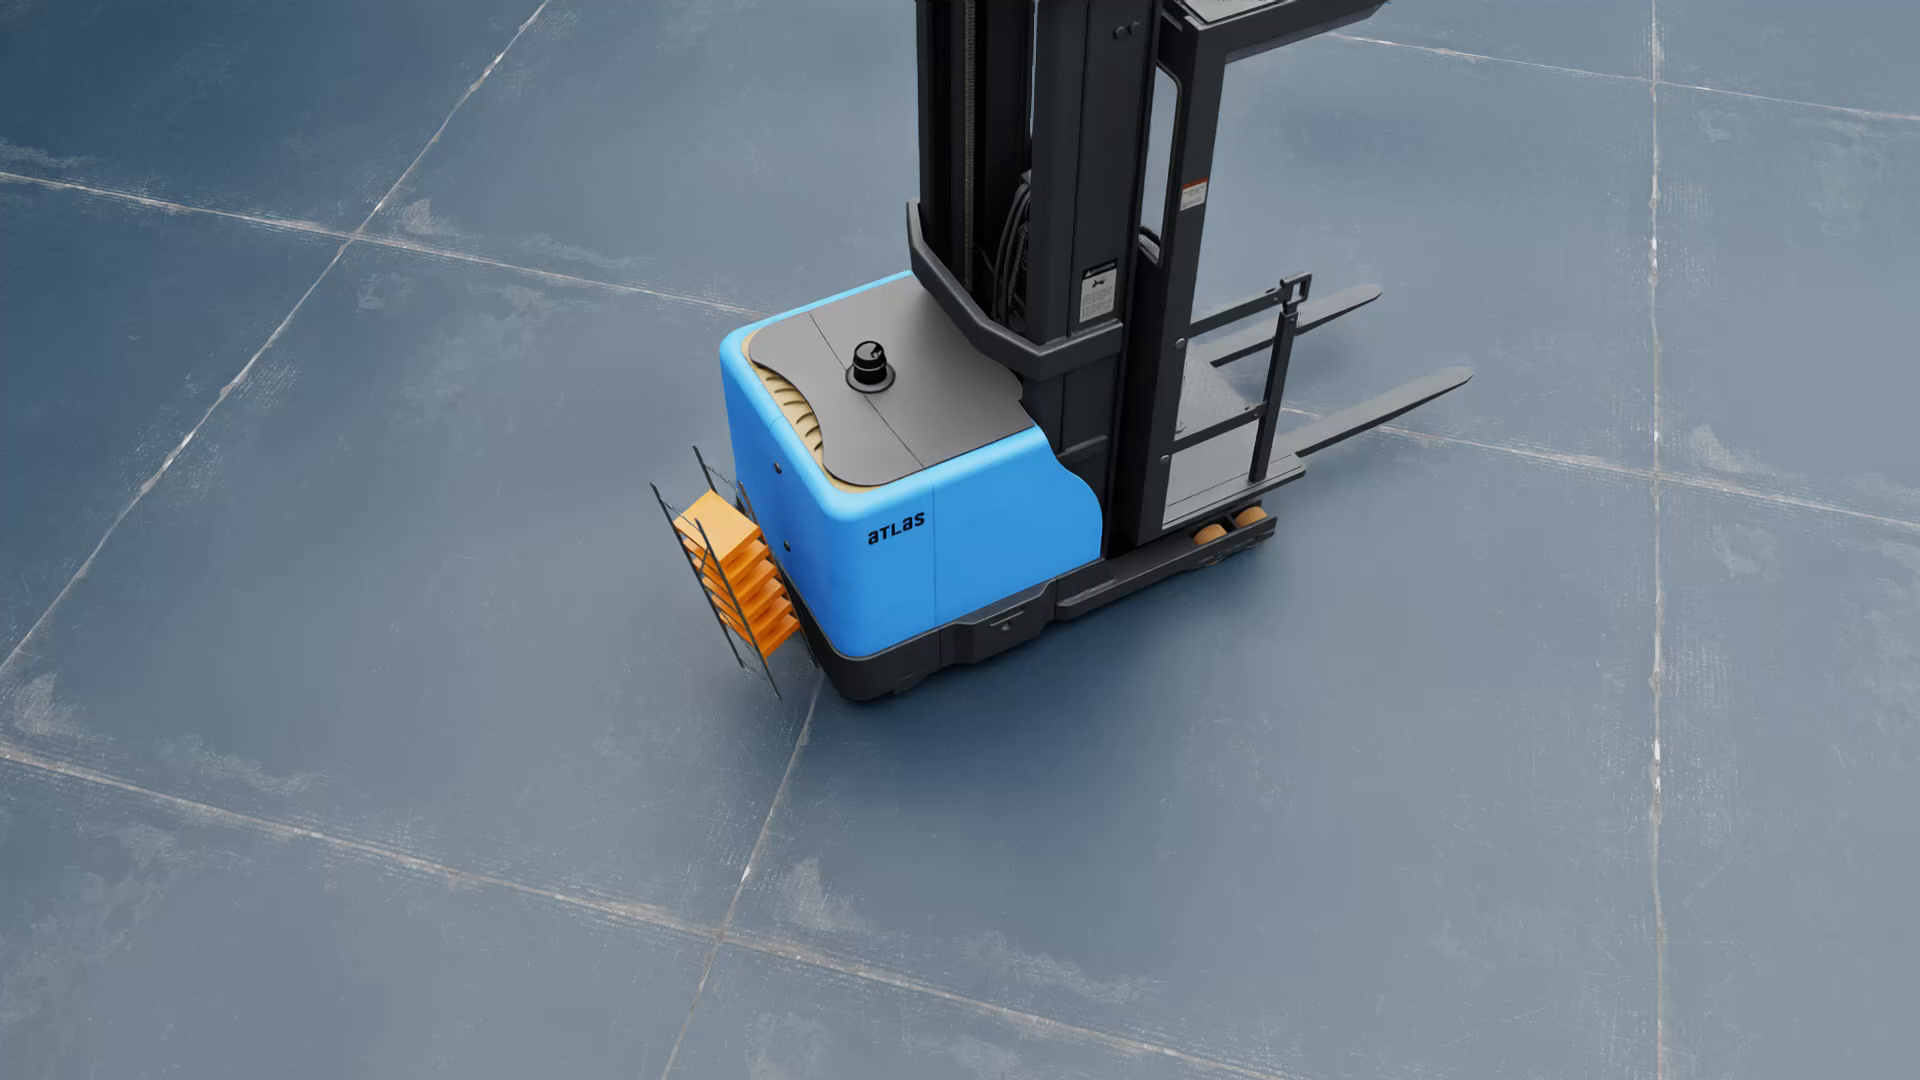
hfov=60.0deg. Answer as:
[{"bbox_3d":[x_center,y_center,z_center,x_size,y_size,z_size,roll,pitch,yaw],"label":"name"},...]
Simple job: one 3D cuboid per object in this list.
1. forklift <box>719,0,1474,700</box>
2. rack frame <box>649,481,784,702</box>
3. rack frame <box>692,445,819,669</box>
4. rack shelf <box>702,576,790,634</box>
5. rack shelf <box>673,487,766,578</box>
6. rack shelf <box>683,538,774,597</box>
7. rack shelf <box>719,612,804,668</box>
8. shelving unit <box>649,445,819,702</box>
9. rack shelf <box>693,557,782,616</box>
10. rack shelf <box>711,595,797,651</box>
[{"bbox_3d":[0.674,-1.197,5.771,3.031,2.935,1.130,-22,52,-18],"label":"forklift"},{"bbox_3d":[-0.816,0.207,5.699,0.240,1.200,0.006,36,69,27],"label":"rack frame"},{"bbox_3d":[-0.690,0.087,5.758,0.240,1.200,0.006,36,69,27],"label":"rack frame"},{"bbox_3d":[-0.747,0.172,5.765,0.258,0.103,0.180,36,69,27],"label":"rack shelf"},{"bbox_3d":[-0.795,-0.026,5.468,0.258,0.103,0.180,36,69,27],"label":"rack shelf"},{"bbox_3d":[-0.779,0.040,5.567,0.258,0.103,0.180,36,69,27],"label":"rack shelf"},{"bbox_3d":[-0.715,0.303,5.963,0.258,0.103,0.180,36,69,27],"label":"rack shelf"},{"bbox_3d":[-0.753,0.147,5.728,0.258,1.200,0.189,36,69,27],"label":"shelving unit"},{"bbox_3d":[-0.763,0.106,5.666,0.258,0.103,0.180,36,69,27],"label":"rack shelf"},{"bbox_3d":[-0.731,0.237,5.864,0.258,0.103,0.180,36,69,27],"label":"rack shelf"}]
